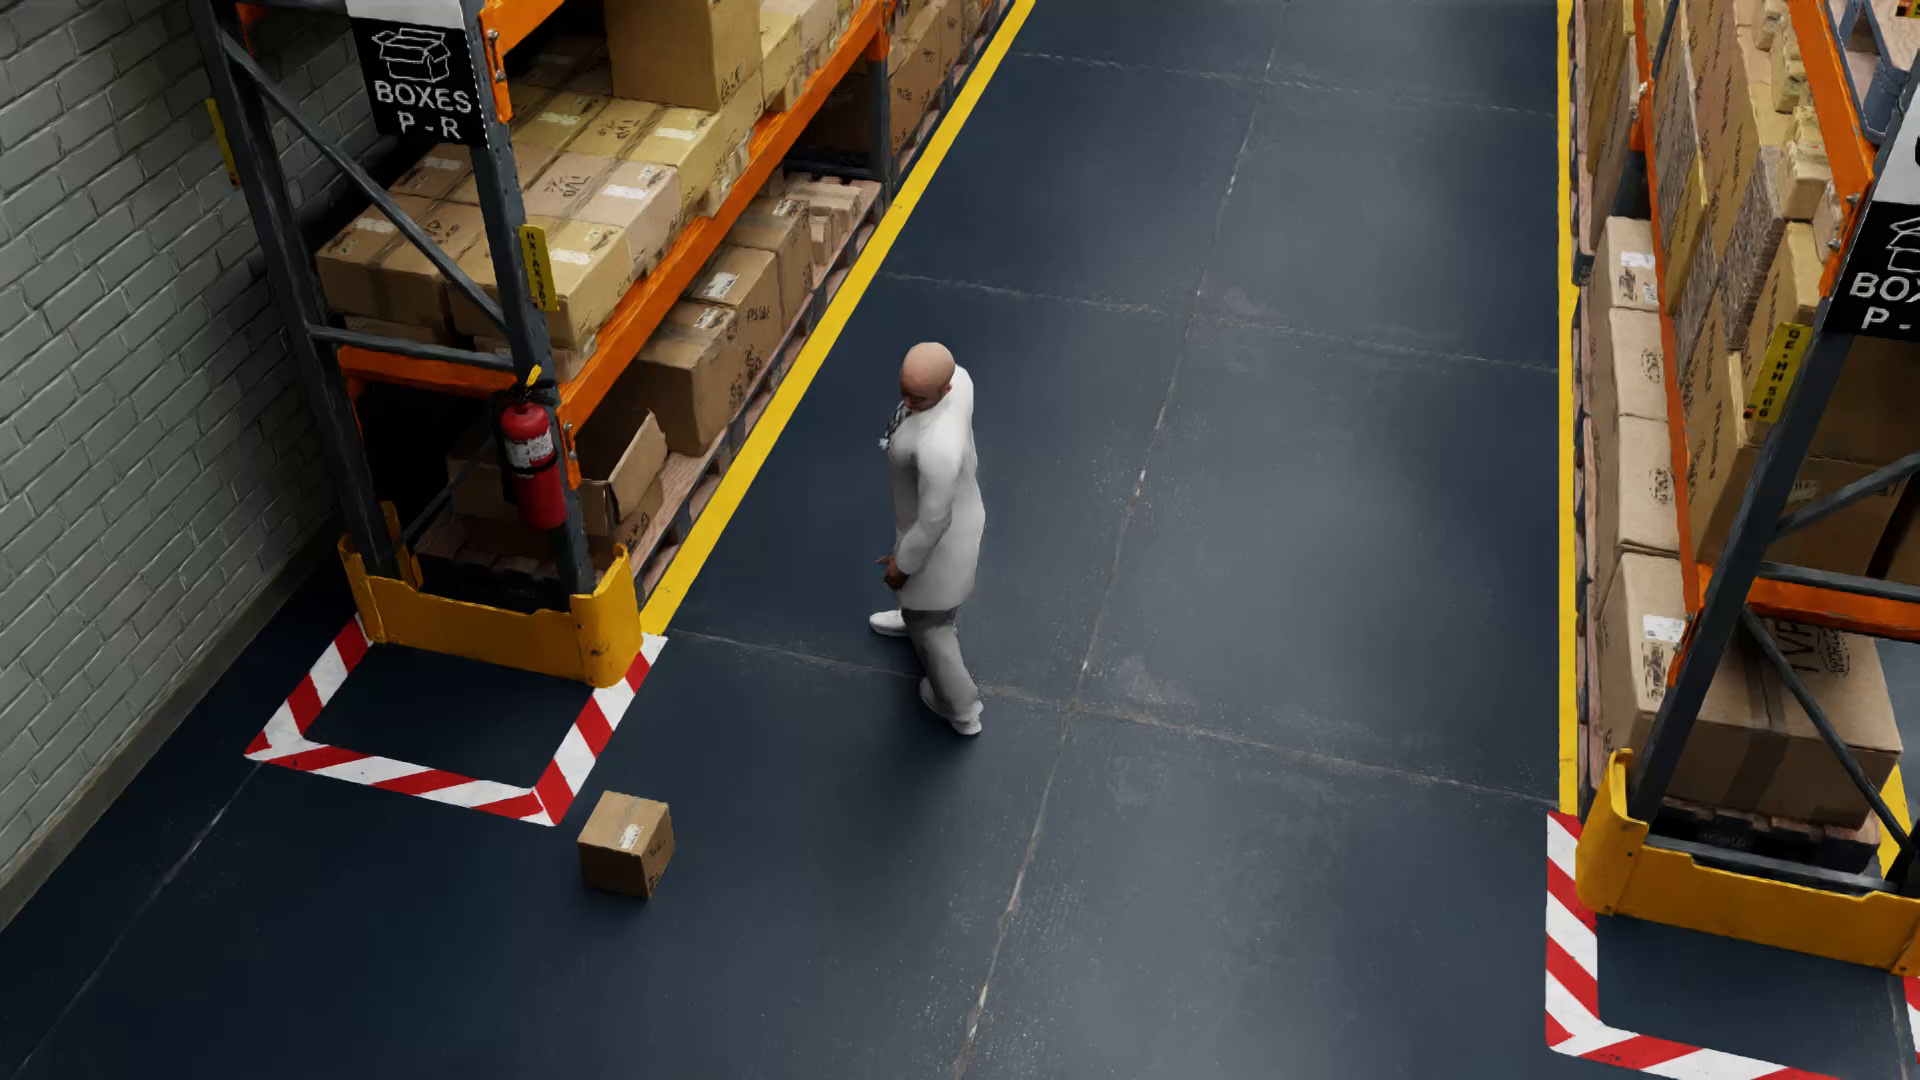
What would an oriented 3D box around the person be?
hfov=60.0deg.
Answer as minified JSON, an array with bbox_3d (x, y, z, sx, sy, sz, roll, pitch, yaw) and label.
[{"bbox_3d":[-0.154,-0.074,6.281,0.619,1.774,0.682,10,42,12],"label":"person"}]
